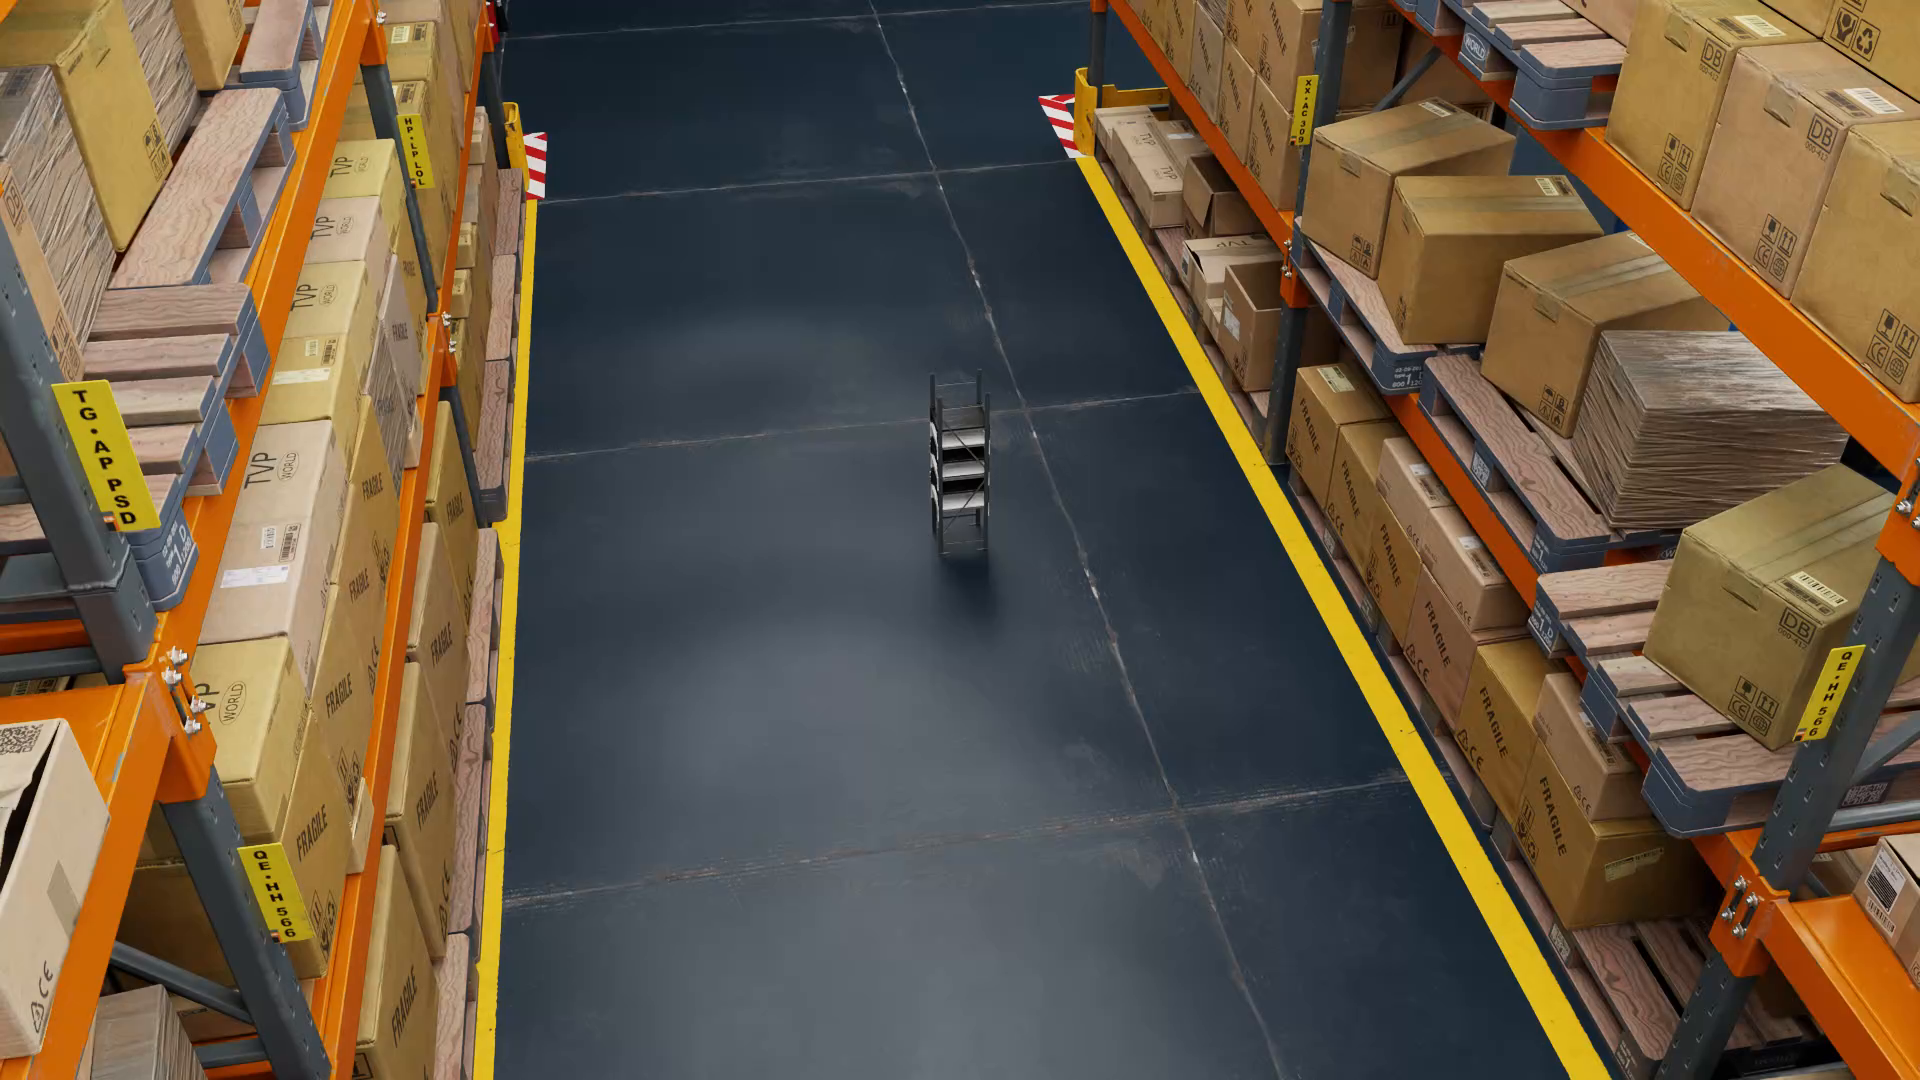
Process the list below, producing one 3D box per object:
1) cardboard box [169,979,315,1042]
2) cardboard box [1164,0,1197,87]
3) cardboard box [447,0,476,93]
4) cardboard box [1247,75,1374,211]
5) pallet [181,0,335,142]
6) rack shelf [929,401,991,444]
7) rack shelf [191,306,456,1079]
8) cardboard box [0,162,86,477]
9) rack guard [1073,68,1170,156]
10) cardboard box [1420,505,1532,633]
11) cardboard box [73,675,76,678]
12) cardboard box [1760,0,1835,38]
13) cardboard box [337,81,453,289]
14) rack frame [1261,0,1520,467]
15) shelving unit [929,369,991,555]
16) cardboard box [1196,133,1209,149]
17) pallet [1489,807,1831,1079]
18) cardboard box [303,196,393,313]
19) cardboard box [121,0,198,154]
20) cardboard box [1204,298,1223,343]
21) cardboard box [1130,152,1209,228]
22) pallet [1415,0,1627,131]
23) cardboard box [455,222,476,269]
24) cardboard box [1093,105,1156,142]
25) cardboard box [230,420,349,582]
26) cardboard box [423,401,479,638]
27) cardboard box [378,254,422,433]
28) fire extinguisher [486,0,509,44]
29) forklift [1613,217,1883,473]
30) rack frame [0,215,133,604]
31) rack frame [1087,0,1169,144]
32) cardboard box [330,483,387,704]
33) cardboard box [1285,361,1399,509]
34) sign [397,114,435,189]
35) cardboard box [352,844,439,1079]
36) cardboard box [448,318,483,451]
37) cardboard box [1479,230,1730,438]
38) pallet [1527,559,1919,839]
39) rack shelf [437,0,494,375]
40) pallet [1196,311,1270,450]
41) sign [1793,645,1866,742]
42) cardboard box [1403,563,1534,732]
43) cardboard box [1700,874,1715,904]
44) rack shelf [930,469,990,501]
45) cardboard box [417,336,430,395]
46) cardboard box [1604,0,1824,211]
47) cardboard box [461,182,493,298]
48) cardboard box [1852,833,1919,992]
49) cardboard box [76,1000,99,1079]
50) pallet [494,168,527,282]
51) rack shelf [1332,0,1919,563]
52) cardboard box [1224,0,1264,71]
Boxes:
[{"bbox_3d":[-1.920,1.165,4.394,0.380,0.149,0.250,-7,38,-9],"label":"cardboard box"},{"bbox_3d":[1.469,-2.896,9.352,0.500,0.500,0.500,-6,38,-7],"label":"cardboard box"},{"bbox_3d":[-3.255,-2.908,9.204,0.980,0.700,0.700,-7,38,-8],"label":"cardboard box"},{"bbox_3d":[1.745,-1.968,8.156,0.500,0.500,0.500,-6,38,-7],"label":"cardboard box"},{"bbox_3d":[-2.582,-1.679,5.577,0.805,0.209,1.217,-8,39,-10],"label":"pallet"},{"bbox_3d":[-0.001,-0.547,7.735,0.258,0.077,0.200,-6,38,-8],"label":"rack shelf"},{"bbox_3d":[-2.441,0.373,5.811,1.077,0.370,4.000,-6,38,-8],"label":"rack shelf"},{"bbox_3d":[-2.230,-0.382,3.311,0.700,0.500,0.500,-9,39,-12],"label":"cardboard box"},{"bbox_3d":[1.397,-3.037,11.651,1.175,0.500,0.348,-6,38,-8],"label":"rack guard"},{"bbox_3d":[2.194,0.089,6.658,0.500,0.250,0.500,-7,38,-9],"label":"cardboard box"},{"bbox_3d":[-2.512,0.277,4.397,0.500,0.250,0.500,-7,38,-9],"label":"cardboard box"},{"bbox_3d":[2.537,-1.737,4.599,0.500,0.500,0.500,-6,38,-8],"label":"cardboard box"},{"bbox_3d":[-2.870,-1.567,7.477,0.980,0.700,0.700,-6,38,-7],"label":"cardboard box"},{"bbox_3d":[2.085,-1.654,7.834,1.000,3.000,0.127,-6,38,-8],"label":"rack frame"},{"bbox_3d":[-0.001,-0.360,7.880,0.258,0.900,0.210,-6,38,-8],"label":"shelving unit"},{"bbox_3d":[1.704,-2.568,10.962,0.380,0.166,0.250,-6,38,-8],"label":"cardboard box"},{"bbox_3d":[2.693,1.408,6.165,1.003,0.211,1.213,-6,38,-8],"label":"pallet"},{"bbox_3d":[-2.377,-1.015,6.060,0.500,0.250,0.500,-5,38,-7],"label":"cardboard box"},{"bbox_3d":[-2.559,-1.334,4.538,0.700,0.500,0.500,-6,38,-8],"label":"cardboard box"},{"bbox_3d":[1.581,-1.235,9.260,0.380,0.149,0.250,-6,38,-8],"label":"cardboard box"},{"bbox_3d":[1.375,-2.195,10.413,0.500,0.250,0.500,-6,38,-8],"label":"cardboard box"},{"bbox_3d":[2.315,-1.737,5.648,1.213,0.211,1.003,-6,38,-8],"label":"pallet"},{"bbox_3d":[-2.794,-1.558,8.877,0.380,0.149,0.250,-7,38,-9],"label":"cardboard box"},{"bbox_3d":[1.119,-2.828,11.310,0.380,0.149,0.250,-6,38,-8],"label":"cardboard box"},{"bbox_3d":[-2.102,-0.092,4.872,0.500,0.250,0.500,-6,38,-8],"label":"cardboard box"},{"bbox_3d":[-2.549,-0.057,7.188,0.750,0.750,0.750,-6,38,-7],"label":"cardboard box"},{"bbox_3d":[-2.363,-0.725,6.298,0.500,0.500,0.500,-6,38,-8],"label":"cardboard box"},{"bbox_3d":[-3.065,-3.498,10.574,0.296,0.674,0.183,-6,38,-8],"label":"fire extinguisher"},{"bbox_3d":[4.932,-1.843,8.133,1.130,2.935,3.031,-23,44,-27],"label":"forklift"},{"bbox_3d":[-2.090,-1.072,2.195,1.000,3.000,0.127,-6,38,-8],"label":"rack frame"},{"bbox_3d":[1.384,-4.070,10.944,1.000,3.000,0.127,-6,38,-8],"label":"rack frame"},{"bbox_3d":[-2.092,0.194,5.115,0.500,0.500,0.500,-6,38,-8],"label":"cardboard box"},{"bbox_3d":[1.930,-0.522,8.056,0.500,0.500,0.500,-8,39,-10],"label":"cardboard box"},{"bbox_3d":[-2.259,-1.609,6.897,0.100,0.325,0.005,-6,38,-8],"label":"sign"},{"bbox_3d":[-2.090,1.522,5.156,0.750,0.750,0.750,-7,38,-9],"label":"cardboard box"},{"bbox_3d":[-2.821,-0.760,8.379,0.700,0.500,0.500,-6,38,-7],"label":"cardboard box"},{"bbox_3d":[2.456,-0.799,6.309,0.700,0.500,0.500,-16,41,-19],"label":"cardboard box"},{"bbox_3d":[2.598,0.436,5.300,1.213,0.211,1.003,-6,38,-8],"label":"pallet"},{"bbox_3d":[-3.142,-2.043,8.921,1.077,0.370,4.000,-6,38,-8],"label":"rack shelf"},{"bbox_3d":[1.966,-0.967,9.223,1.003,0.211,1.213,-6,38,-8],"label":"pallet"},{"bbox_3d":[2.254,0.400,4.310,0.100,0.325,0.005,-6,38,-8],"label":"sign"},{"bbox_3d":[2.203,0.407,6.860,0.500,0.500,0.500,-8,38,-10],"label":"cardboard box"},{"bbox_3d":[2.890,0.954,6.155,0.500,0.500,0.500,-8,38,-10],"label":"cardboard box"},{"bbox_3d":[-0.001,-0.263,7.956,0.258,0.077,0.200,-6,38,-8],"label":"rack shelf"},{"bbox_3d":[-2.386,-0.704,6.799,0.380,0.149,0.250,-6,38,-7],"label":"cardboard box"},{"bbox_3d":[2.496,-1.344,4.908,0.910,0.500,0.500,-6,38,-8],"label":"cardboard box"},{"bbox_3d":[-3.095,-1.695,9.583,0.700,0.500,0.500,-7,38,-9],"label":"cardboard box"},{"bbox_3d":[2.807,1.022,4.462,0.500,0.311,0.500,-4,38,-5],"label":"cardboard box"},{"bbox_3d":[-2.000,1.033,3.406,0.380,0.149,0.250,-11,39,-14],"label":"cardboard box"},{"bbox_3d":[-3.275,-1.959,10.500,1.003,0.211,1.213,-6,38,-8],"label":"pallet"},{"bbox_3d":[2.436,-1.346,5.579,1.077,0.370,4.000,-6,38,-8],"label":"rack shelf"},{"bbox_3d":[1.649,-2.675,8.251,0.500,0.500,0.500,-7,38,-9],"label":"cardboard box"}]
